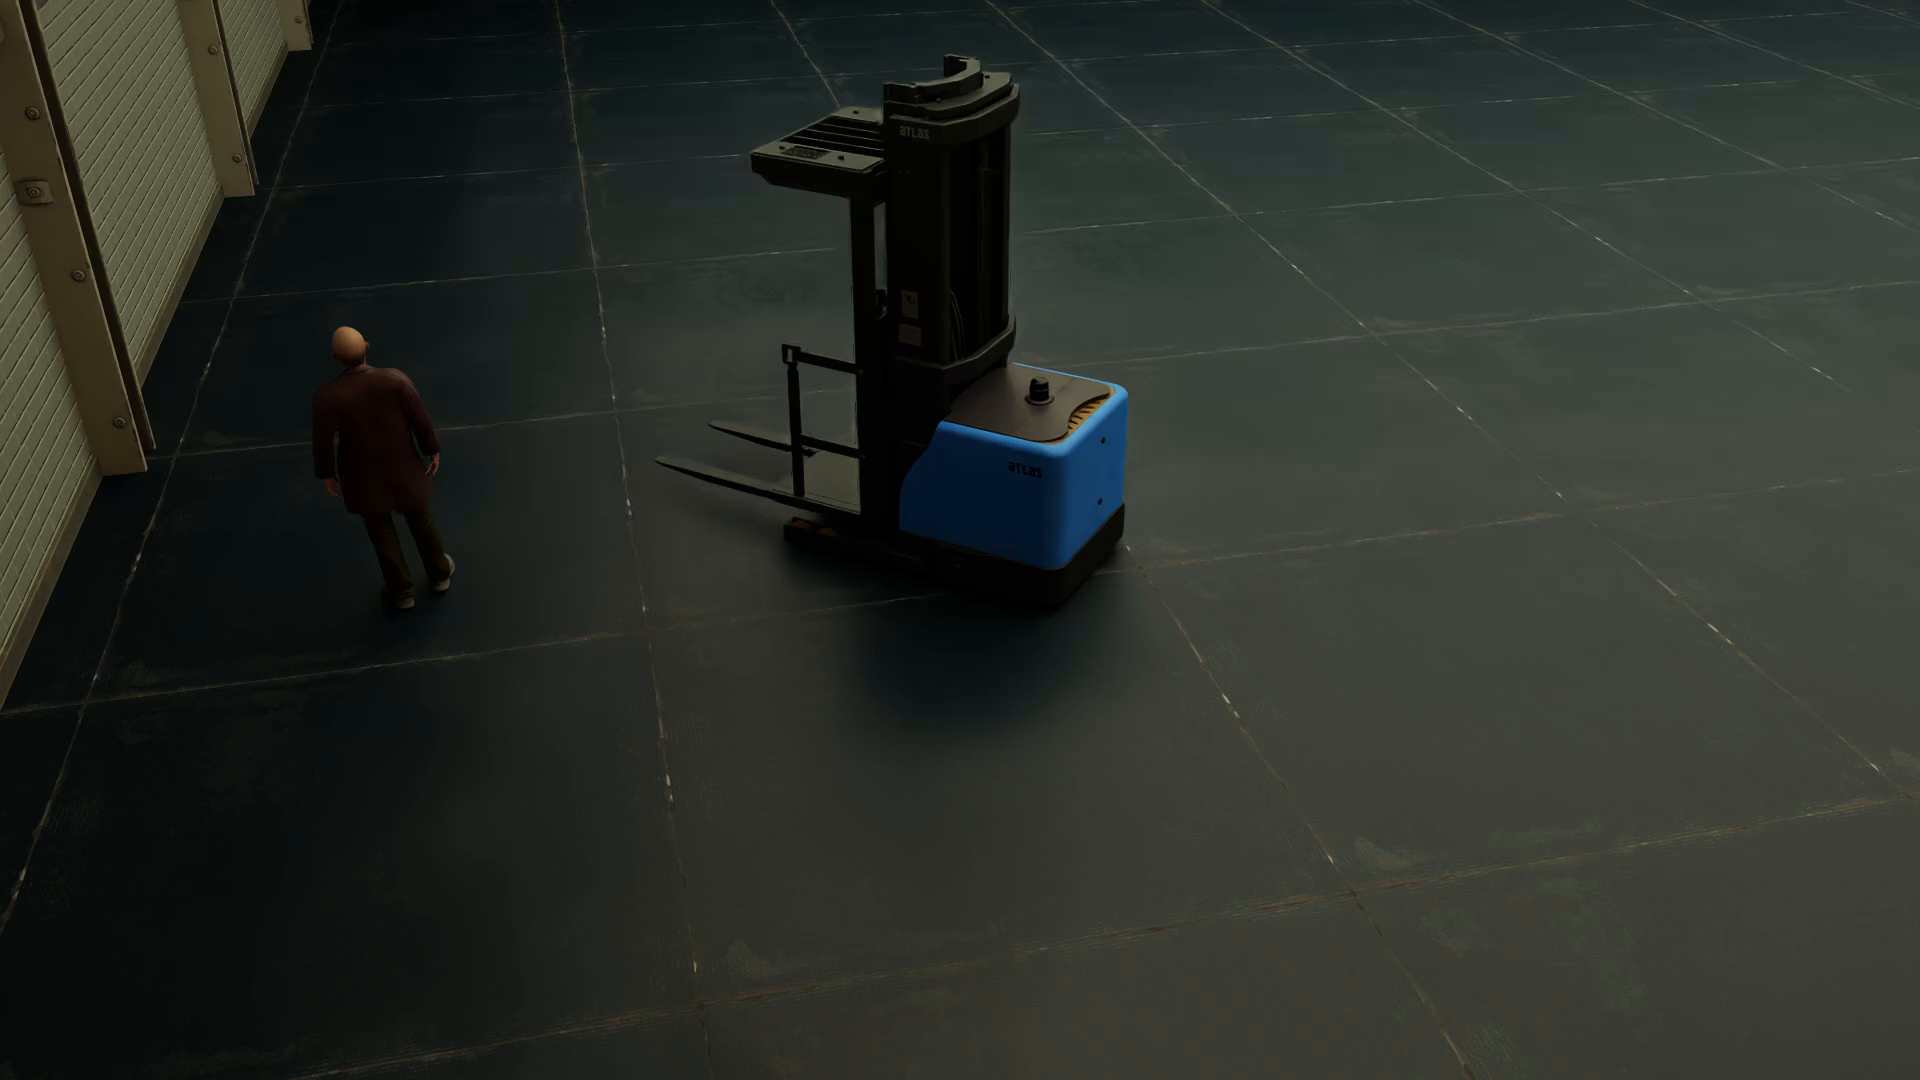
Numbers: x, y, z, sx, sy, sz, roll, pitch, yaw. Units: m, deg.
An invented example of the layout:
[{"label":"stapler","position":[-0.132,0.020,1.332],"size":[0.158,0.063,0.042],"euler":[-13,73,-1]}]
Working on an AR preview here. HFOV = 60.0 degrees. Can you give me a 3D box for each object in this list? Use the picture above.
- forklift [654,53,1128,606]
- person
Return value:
[{"label":"forklift","position":[-0.526,-1.395,9.984],"size":[3.031,2.935,1.130],"euler":[15,33,24]},{"label":"person","position":[-3.314,-0.447,9.484],"size":[0.695,1.776,0.583],"euler":[-12,32,-19]}]
